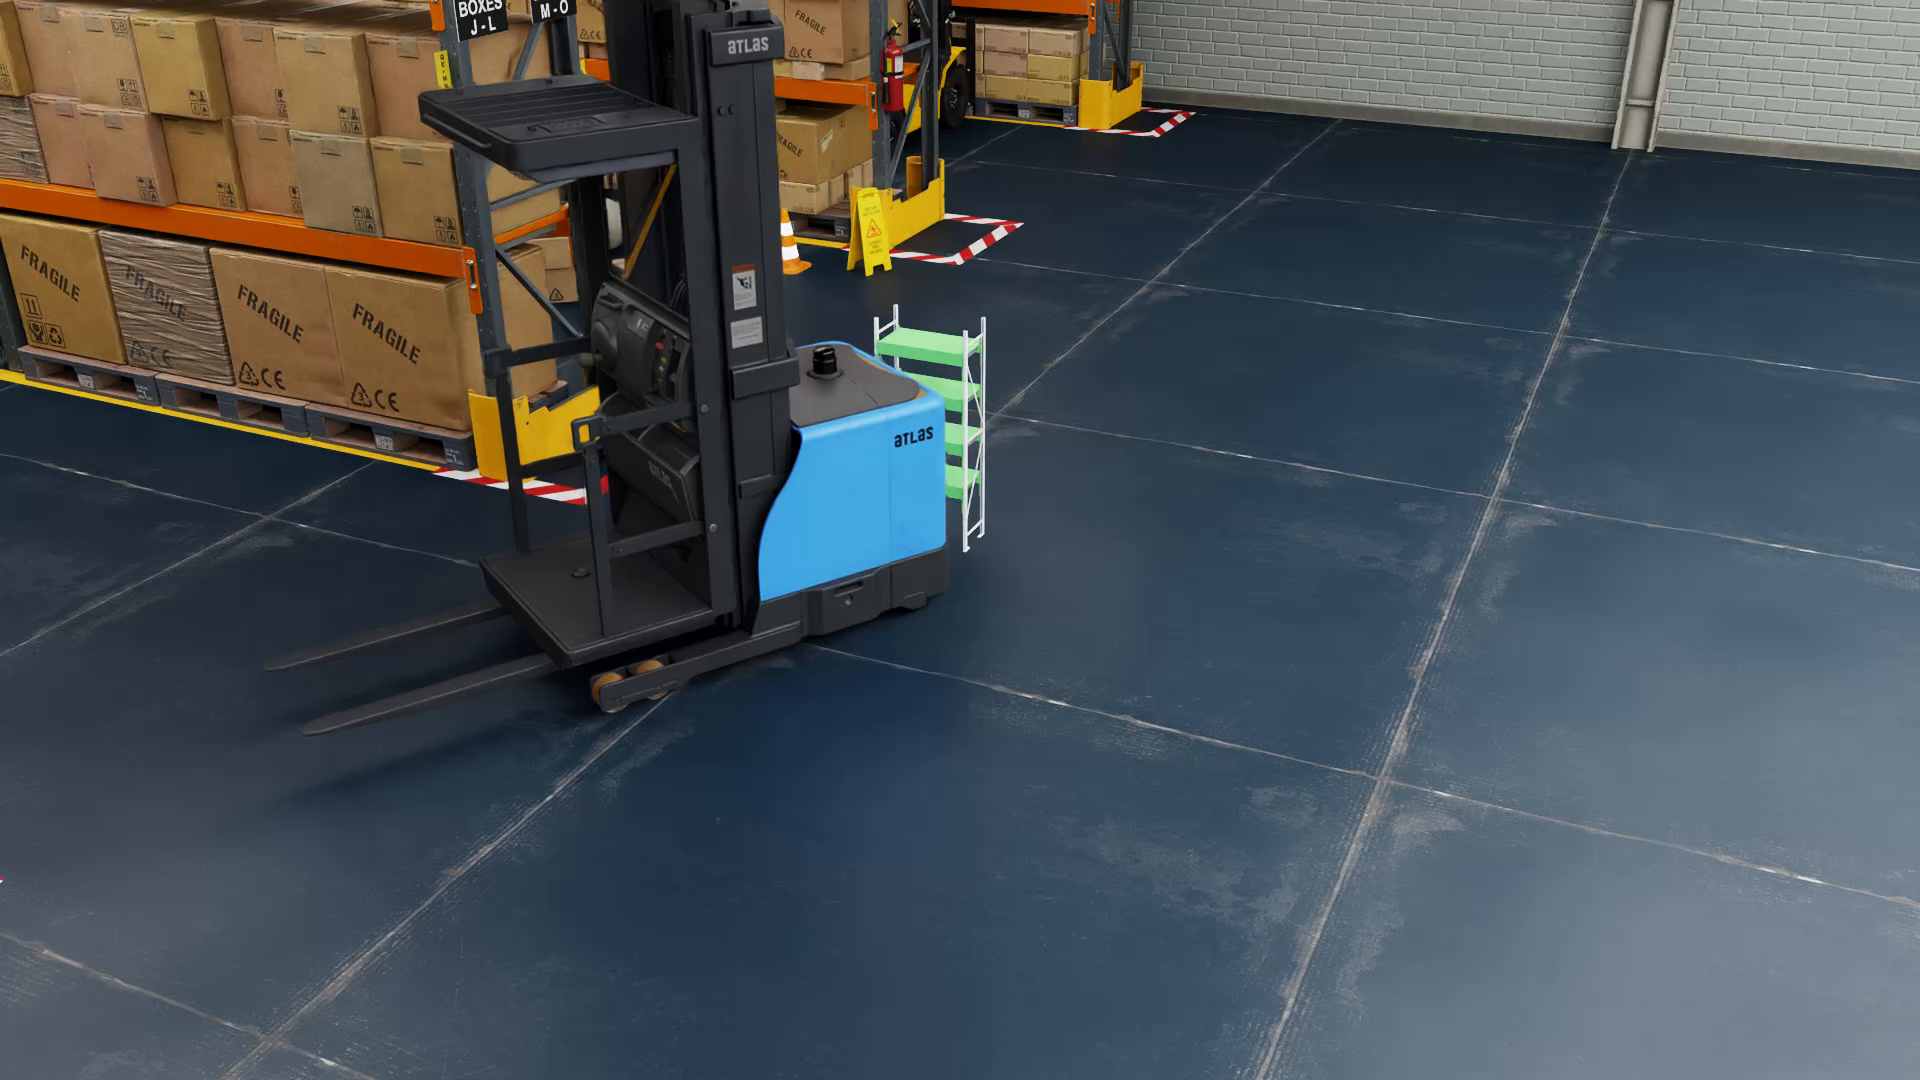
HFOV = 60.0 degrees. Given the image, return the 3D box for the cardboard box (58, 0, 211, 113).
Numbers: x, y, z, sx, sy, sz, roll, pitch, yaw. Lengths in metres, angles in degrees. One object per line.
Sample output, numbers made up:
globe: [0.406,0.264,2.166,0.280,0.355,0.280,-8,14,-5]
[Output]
cardboard box: [-4.736,-2.920,9.892,0.550,0.550,0.875,11,28,22]

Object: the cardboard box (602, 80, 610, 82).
cardboard box: [-3.101,-3.892,14.313,0.250,0.149,0.380,13,29,24]

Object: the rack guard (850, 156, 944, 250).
rack guard: [-0.512,-2.827,13.926,0.348,0.500,1.175,11,28,22]

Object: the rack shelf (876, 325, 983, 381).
rack shelf: [-0.151,-0.942,8.363,0.480,0.148,0.258,11,28,22]

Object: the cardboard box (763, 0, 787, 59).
cardboard box: [-1.505,-4.195,13.424,0.500,0.500,0.500,11,28,22]

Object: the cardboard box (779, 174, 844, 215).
cardboard box: [-1.312,-2.933,13.950,0.500,0.250,0.500,11,28,22]

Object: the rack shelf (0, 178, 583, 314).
rack shelf: [-4.220,-1.969,10.167,4.000,0.370,1.077,11,28,22]

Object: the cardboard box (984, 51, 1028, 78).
cardboard box: [0.584,-5.170,17.926,0.500,0.250,0.500,11,28,21]

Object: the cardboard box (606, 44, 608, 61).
cardboard box: [-2.769,-4.129,14.025,0.250,0.149,0.380,12,28,22]

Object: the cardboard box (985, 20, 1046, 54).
cardboard box: [0.593,-5.384,17.796,0.500,0.250,0.500,12,29,23]

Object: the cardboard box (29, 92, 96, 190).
cardboard box: [-5.190,-2.570,10.405,0.550,0.550,0.875,11,28,22]

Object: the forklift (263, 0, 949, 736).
forklift: [-1.559,-0.831,7.120,3.031,2.935,1.130,-17,31,-30]

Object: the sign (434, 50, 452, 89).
sign: [-2.637,-2.336,8.520,0.005,0.325,0.100,11,28,22]

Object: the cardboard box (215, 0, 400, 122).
cardboard box: [-3.714,-2.782,9.611,0.550,0.550,0.875,11,28,22]

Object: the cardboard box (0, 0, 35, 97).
cardboard box: [-5.719,-3.128,10.314,0.550,0.550,0.875,11,28,22]

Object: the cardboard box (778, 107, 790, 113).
cardboard box: [-1.756,-3.362,13.970,0.500,0.500,0.500,12,29,24]

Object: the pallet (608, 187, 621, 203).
pallet: [-2.343,-3.084,14.775,1.213,0.211,1.003,11,28,22]

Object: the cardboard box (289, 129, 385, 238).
cardboard box: [-3.266,-2.135,9.520,0.550,0.550,0.875,11,28,22]

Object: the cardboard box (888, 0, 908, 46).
cardboard box: [-0.759,-4.311,13.661,0.500,0.500,0.500,11,28,21]

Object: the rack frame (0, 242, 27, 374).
rack frame: [-6.041,-2.657,10.751,0.127,3.000,1.000,11,28,22]

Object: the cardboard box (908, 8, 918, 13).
cardboard box: [-0.582,-5.869,18.781,0.500,0.250,0.500,12,28,22]

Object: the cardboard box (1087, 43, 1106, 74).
cardboard box: [1.267,-5.280,18.149,0.500,0.250,0.500,12,29,23]

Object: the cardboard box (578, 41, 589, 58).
cardboard box: [-3.213,-4.246,14.262,0.250,0.149,0.380,12,29,23]

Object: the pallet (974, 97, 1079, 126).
pallet: [0.895,-4.803,18.267,1.213,0.211,1.003,11,28,22]

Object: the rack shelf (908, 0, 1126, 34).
rack shelf: [-0.212,-5.974,18.303,4.000,0.370,1.077,11,28,22]

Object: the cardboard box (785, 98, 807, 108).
cardboard box: [-1.562,-3.583,14.419,0.500,0.500,0.500,10,28,20]

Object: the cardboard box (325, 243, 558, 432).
cardboard box: [-3.044,-1.258,9.840,0.875,0.875,0.875,12,28,22]

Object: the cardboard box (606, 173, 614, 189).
cardboard box: [-3.168,-3.311,14.717,0.500,0.250,0.500,13,29,25]

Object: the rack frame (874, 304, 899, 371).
rack frame: [-0.373,-0.613,8.637,0.015,1.200,0.240,11,28,22]

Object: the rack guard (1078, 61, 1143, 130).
rack guard: [1.630,-4.805,17.944,0.348,0.500,1.175,11,28,22]

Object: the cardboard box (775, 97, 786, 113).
cardboard box: [-1.642,-3.599,13.718,0.250,0.149,0.380,12,29,23]

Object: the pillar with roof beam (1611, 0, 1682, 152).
pillar with roof beam: [5.028,-6.284,11.327,0.400,9.000,9.100,11,28,22]

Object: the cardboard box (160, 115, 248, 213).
cardboard box: [-4.223,-2.368,9.993,0.500,0.550,0.875,11,28,22]

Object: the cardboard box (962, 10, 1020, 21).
cardboard box: [0.342,-5.684,18.405,0.500,0.250,0.500,11,28,21]

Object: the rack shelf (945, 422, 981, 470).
rack shelf: [-0.151,-0.511,8.575,0.480,0.148,0.258,11,28,22]

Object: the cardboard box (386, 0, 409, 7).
cardboard box: [-4.899,-4.780,14.872,0.250,0.149,0.380,10,28,20]

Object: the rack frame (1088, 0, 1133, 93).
rack frame: [1.609,-5.931,17.401,0.127,3.000,1.000,11,28,22]

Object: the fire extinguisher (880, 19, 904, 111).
fire extinguisher: [-0.529,-3.694,12.944,0.183,0.674,0.296,11,28,22]

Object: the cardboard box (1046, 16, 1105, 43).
cardboard box: [1.249,-5.499,18.028,0.500,0.250,0.500,11,28,21]

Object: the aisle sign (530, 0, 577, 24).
aisle sign: [-2.211,-3.200,8.910,0.004,0.787,0.394,11,28,22]

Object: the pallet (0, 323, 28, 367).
pallet: [-6.775,-1.517,11.592,1.213,0.211,1.003,11,28,22]

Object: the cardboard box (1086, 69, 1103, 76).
cardboard box: [1.242,-5.054,18.258,0.500,0.250,0.500,11,28,22]

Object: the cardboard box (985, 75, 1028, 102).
cardboard box: [0.601,-4.940,18.025,0.500,0.250,0.500,11,28,22]

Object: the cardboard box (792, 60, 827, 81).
cardboard box: [-1.148,-3.806,13.369,0.250,0.149,0.380,11,28,21]

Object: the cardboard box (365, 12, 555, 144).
cardboard box: [-2.722,-2.561,9.164,0.550,0.550,0.875,11,28,22]

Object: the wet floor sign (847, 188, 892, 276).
wet floor sign: [-0.713,-2.413,12.921,0.232,0.644,0.267,23,35,39]

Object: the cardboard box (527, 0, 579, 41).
cardboard box: [-3.332,-4.569,14.185,0.500,0.500,0.500,11,28,22]

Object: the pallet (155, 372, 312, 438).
pallet: [-4.267,-1.013,10.569,1.213,0.211,1.003,11,28,22]

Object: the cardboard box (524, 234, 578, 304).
cardboard box: [-3.090,-2.118,12.482,0.637,0.503,0.797,-7,27,-14]

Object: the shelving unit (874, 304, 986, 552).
shelving unit: [-0.151,-0.569,8.546,0.503,1.200,0.258,11,28,22]

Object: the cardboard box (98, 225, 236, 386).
cardboard box: [-4.675,-1.586,10.505,0.875,0.875,0.875,12,28,22]
